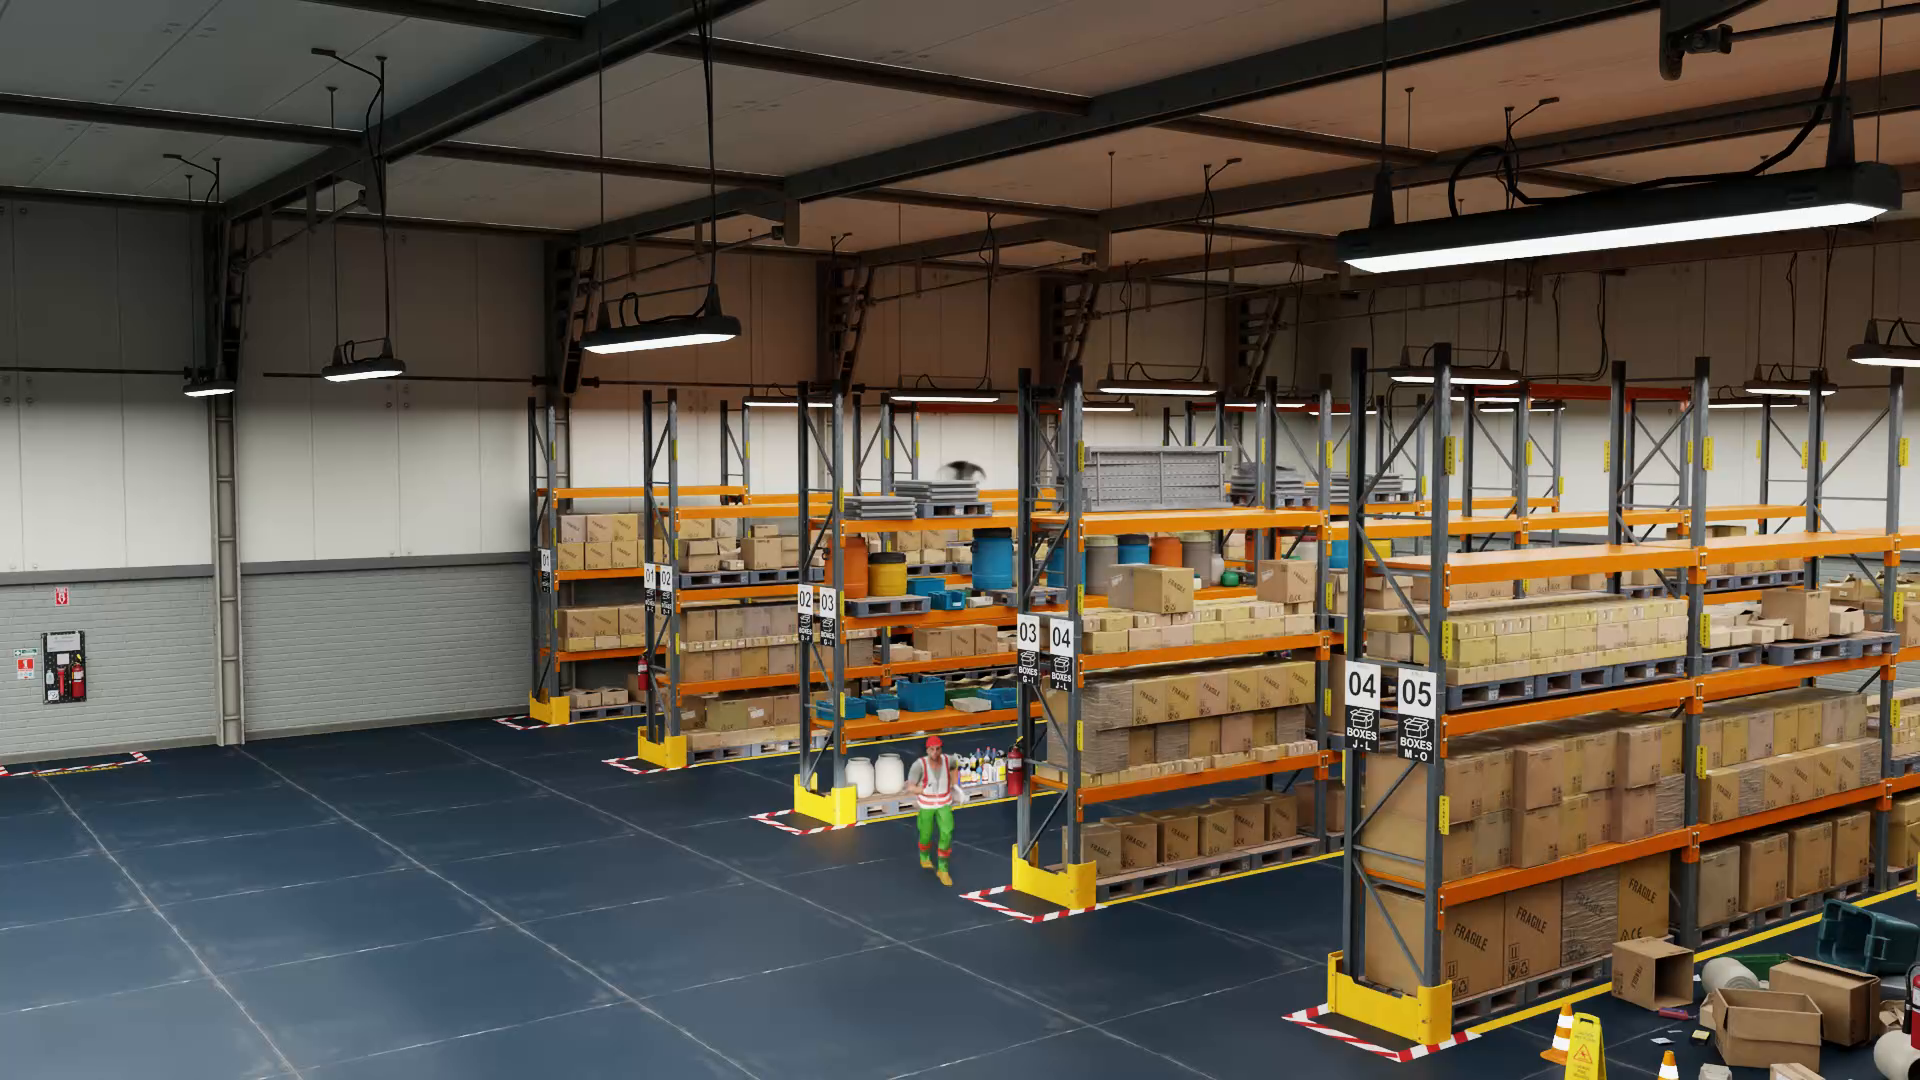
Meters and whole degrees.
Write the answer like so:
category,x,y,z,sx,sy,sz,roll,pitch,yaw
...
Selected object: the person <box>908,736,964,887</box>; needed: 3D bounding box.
category,x,y,z,sx,sy,sz,roll,pitch,yaw
person,-0.286,3.138,19.569,0.696,1.751,0.991,-1,3,-9
